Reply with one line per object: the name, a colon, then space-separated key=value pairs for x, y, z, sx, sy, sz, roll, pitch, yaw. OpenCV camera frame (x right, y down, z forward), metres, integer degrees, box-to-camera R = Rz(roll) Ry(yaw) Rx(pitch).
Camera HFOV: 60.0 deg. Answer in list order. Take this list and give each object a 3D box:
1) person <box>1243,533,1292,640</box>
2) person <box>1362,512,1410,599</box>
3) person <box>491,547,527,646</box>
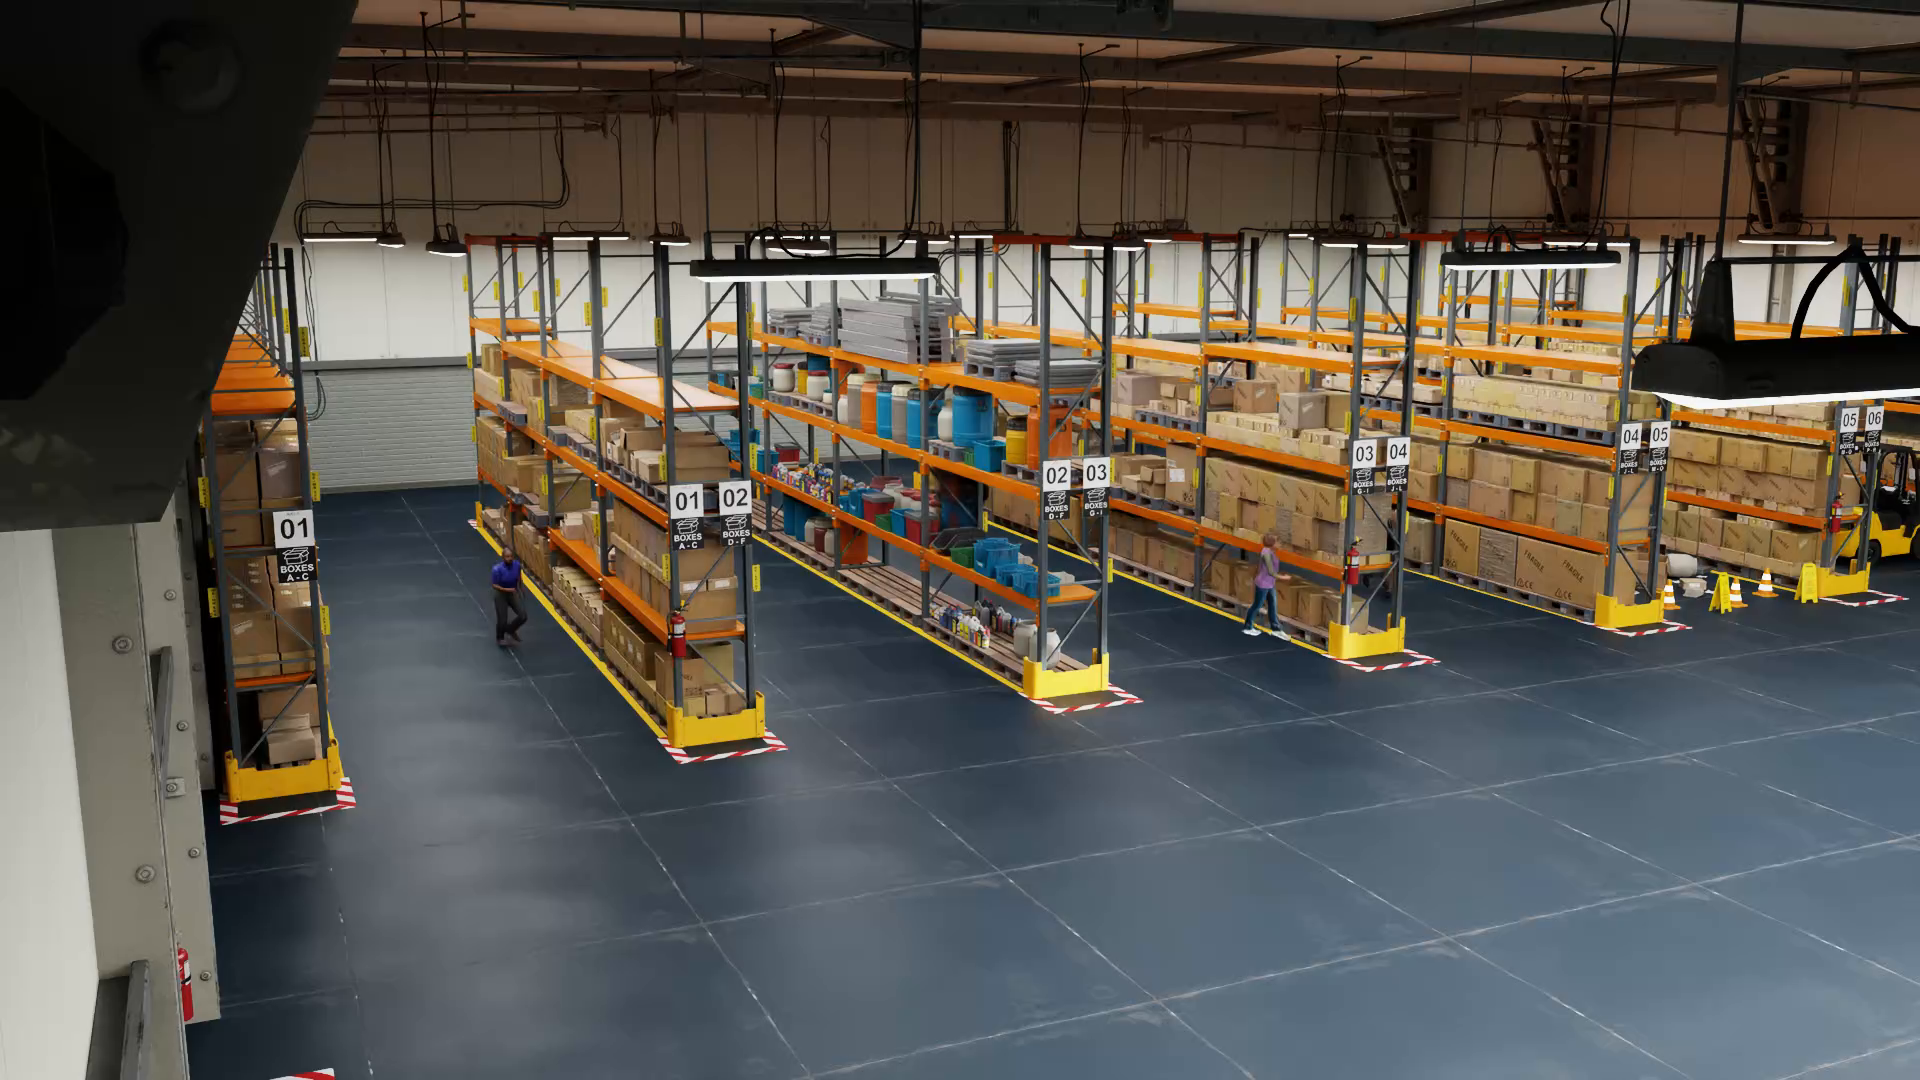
person: x=4.420 y=0.666 z=23.960 sx=0.684 sy=1.613 sz=0.514 roll=5 pitch=12 yaw=25
person: x=7.199 y=0.184 z=28.177 sx=0.646 sy=1.531 sz=1.078 roll=-3 pitch=11 yaw=-16
person: x=-6.689 y=0.845 z=24.690 sx=0.586 sy=1.545 sz=0.824 roll=-9 pitch=14 yaw=-38
